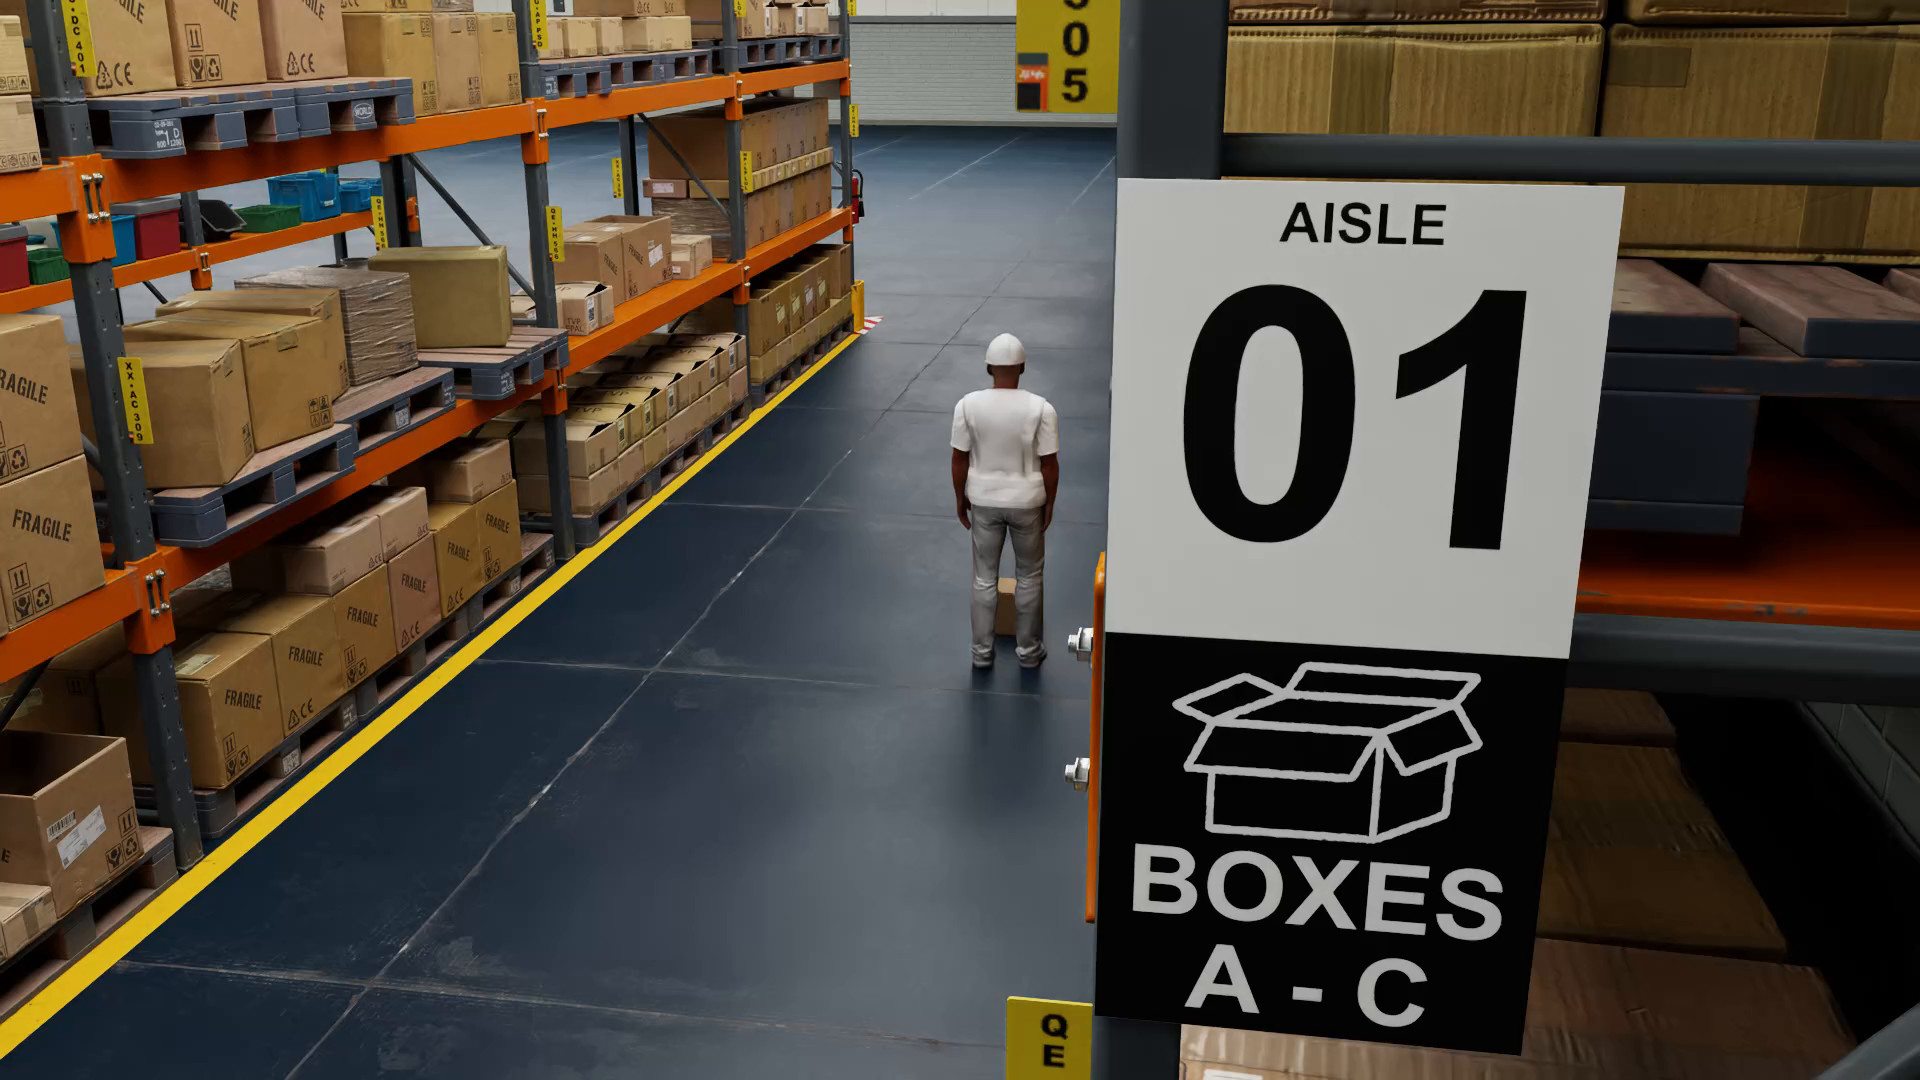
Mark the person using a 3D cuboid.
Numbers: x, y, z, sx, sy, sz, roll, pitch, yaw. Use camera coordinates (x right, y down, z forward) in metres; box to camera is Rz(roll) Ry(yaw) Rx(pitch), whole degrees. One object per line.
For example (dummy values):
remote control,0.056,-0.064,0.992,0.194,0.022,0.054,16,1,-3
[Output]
person,0.237,-0.196,8.642,0.562,1.764,0.365,4,18,11
